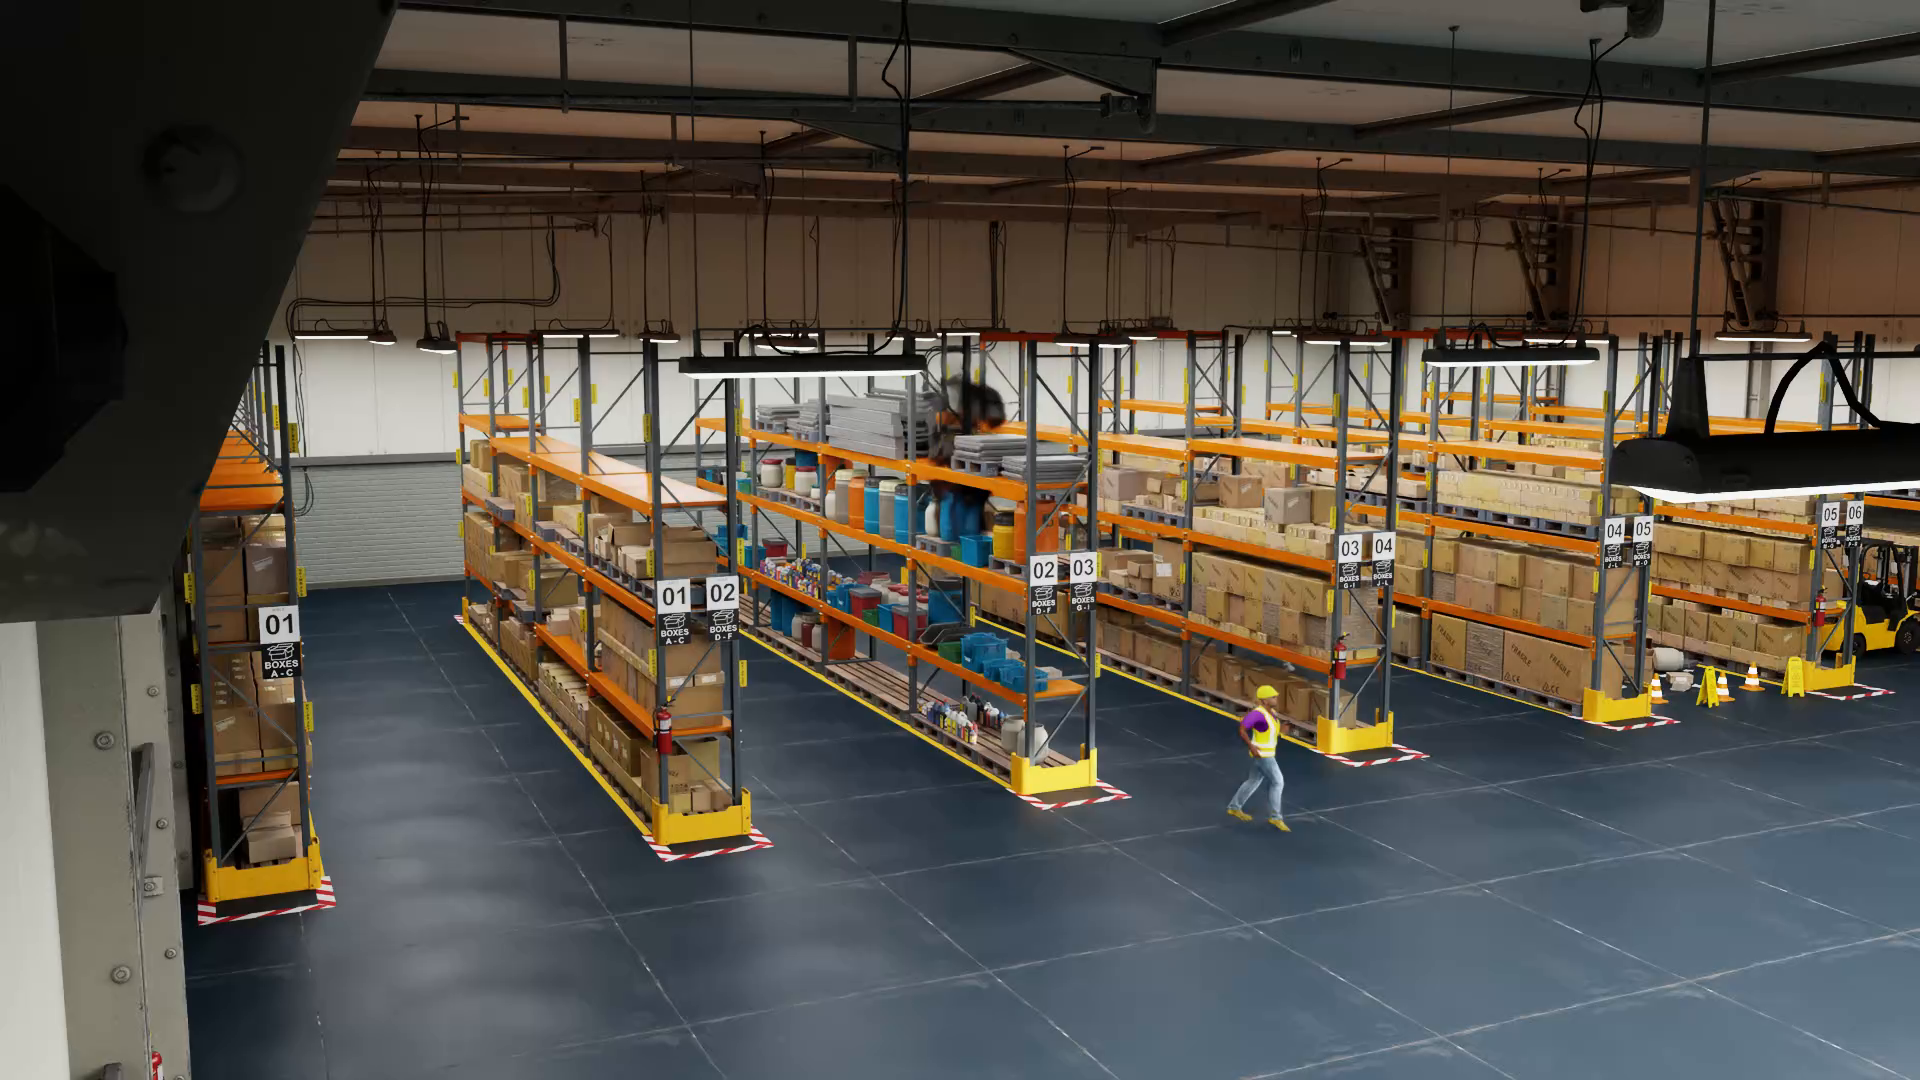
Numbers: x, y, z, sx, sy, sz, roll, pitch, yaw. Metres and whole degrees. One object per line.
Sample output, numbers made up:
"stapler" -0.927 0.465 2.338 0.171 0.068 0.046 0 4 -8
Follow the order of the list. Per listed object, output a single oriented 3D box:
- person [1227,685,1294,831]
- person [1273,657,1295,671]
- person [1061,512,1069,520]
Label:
"person" 3.735 2.693 20.656 0.788 1.830 0.665 2 8 12
"person" 5.827 1.438 29.959 0.674 1.767 0.749 -4 9 -28
"person" 2.471 0.169 39.461 0.732 1.727 0.506 -1 8 -4
